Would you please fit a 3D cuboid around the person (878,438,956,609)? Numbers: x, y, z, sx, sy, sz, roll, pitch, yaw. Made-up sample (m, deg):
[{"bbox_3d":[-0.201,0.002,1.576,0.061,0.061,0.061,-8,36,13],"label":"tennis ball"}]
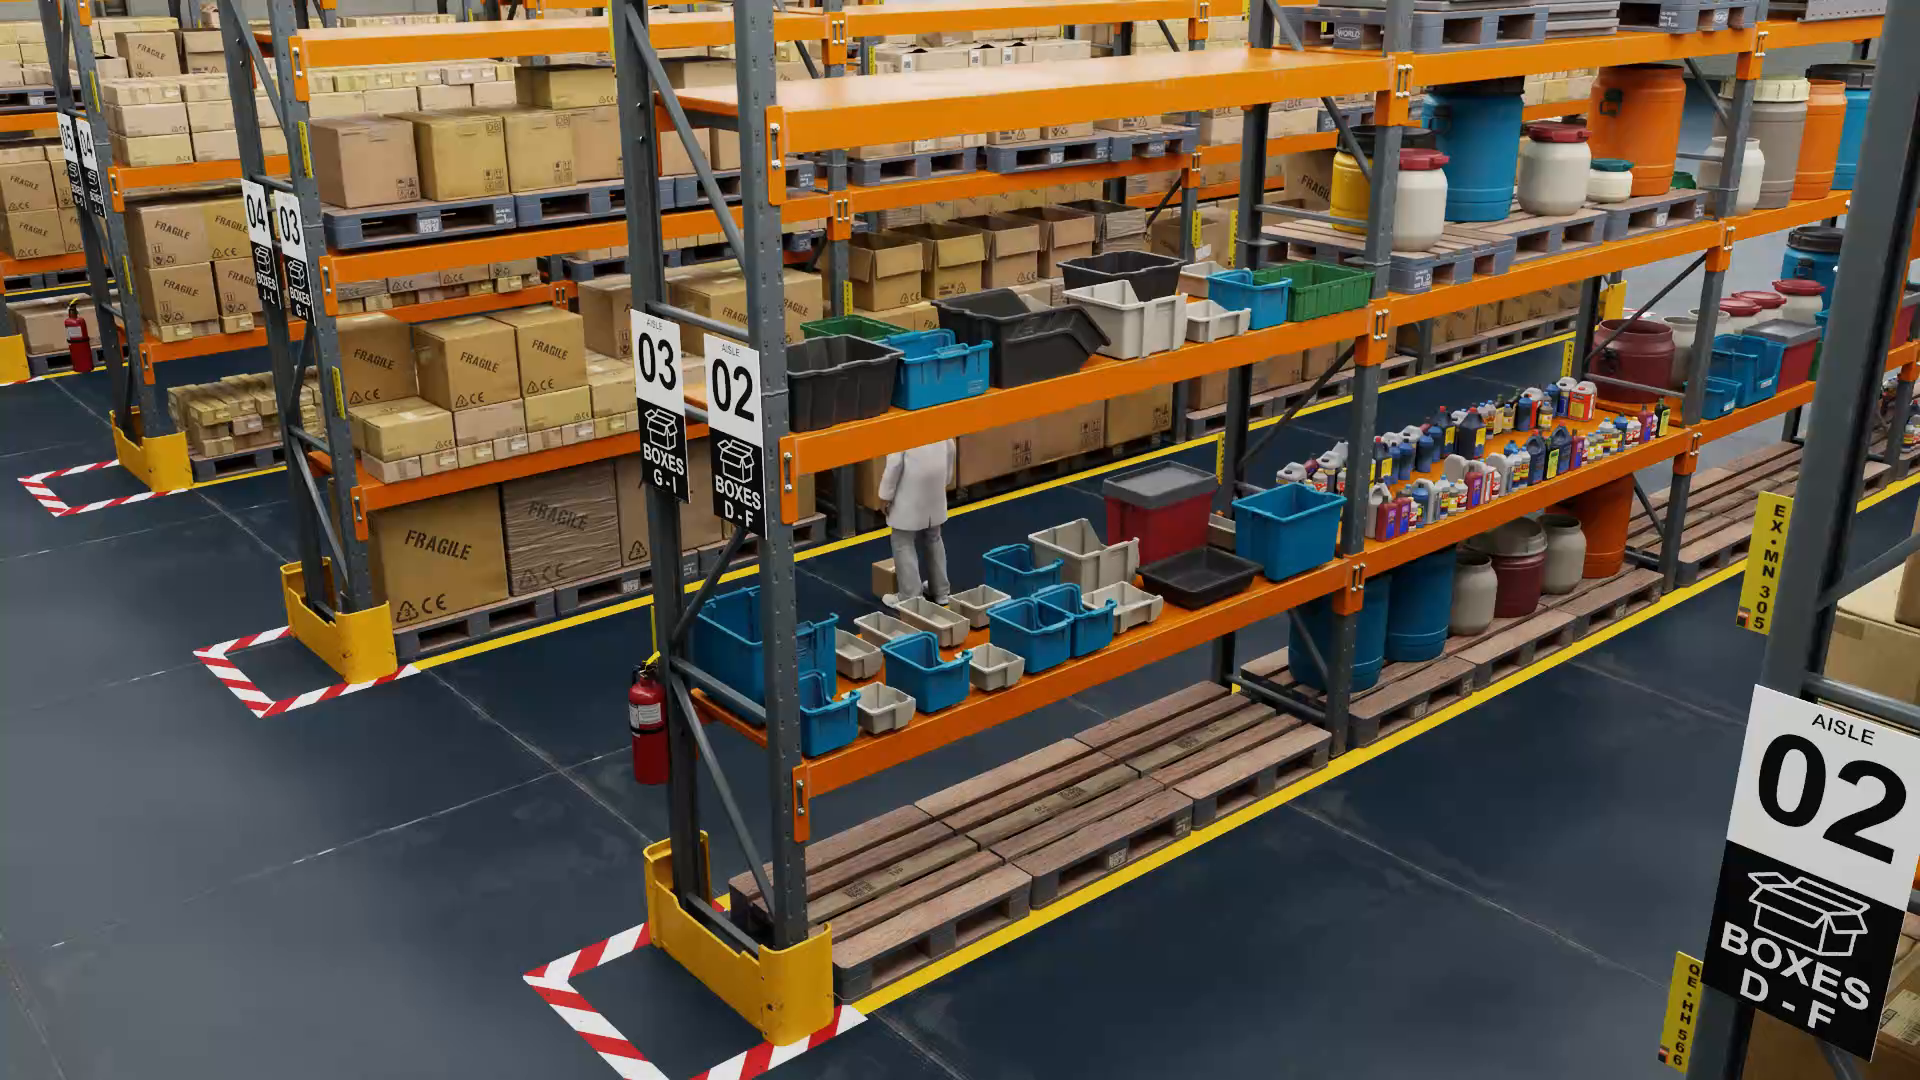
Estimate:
[{"bbox_3d":[-0.315,-0.351,12.031,0.643,1.774,0.423,-17,26,-37],"label":"person"}]
